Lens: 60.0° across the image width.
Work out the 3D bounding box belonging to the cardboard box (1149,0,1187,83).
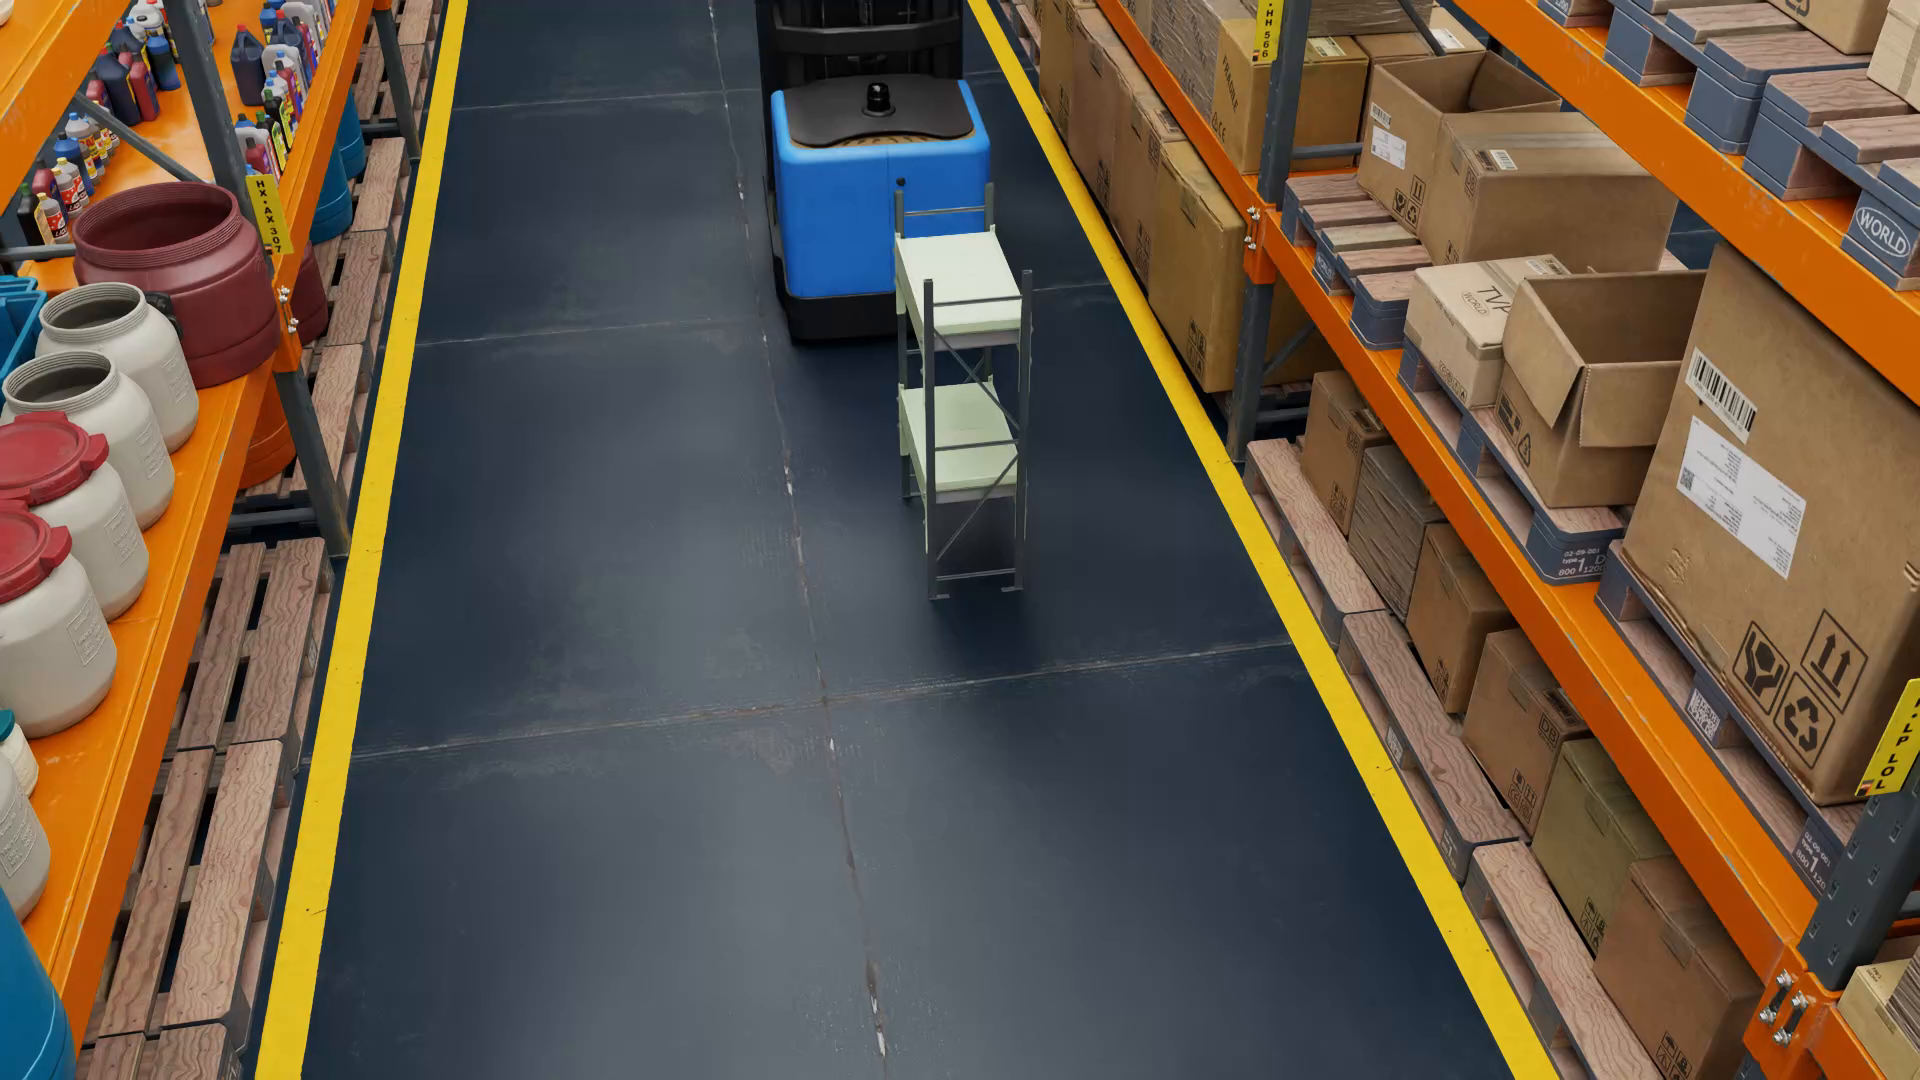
[{"bbox_3d":[1.240,-2.549,8.005,0.500,0.500,0.500,-7,38,-9],"label":"cardboard box"}]

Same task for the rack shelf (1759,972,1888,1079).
[{"bbox_3d":[2.798,2.285,2.450,1.077,0.370,4.000,-6,38,-8],"label":"rack shelf"}]

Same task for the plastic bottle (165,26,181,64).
[{"bbox_3d":[-3.803,-2.433,8.099,0.097,0.201,0.097,0,38,0],"label":"plastic bottle"}]

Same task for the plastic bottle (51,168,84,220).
[{"bbox_3d":[-3.664,-1.422,6.797,0.097,0.201,0.097,0,38,0],"label":"plastic bottle"}]

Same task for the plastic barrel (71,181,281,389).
[{"bbox_3d":[-2.750,-0.897,5.848,0.600,0.536,0.708,-6,38,-8],"label":"plastic barrel"}]

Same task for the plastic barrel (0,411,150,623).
[{"bbox_3d":[-2.585,-0.034,4.738,0.433,0.535,0.433,0,38,0],"label":"plastic barrel"}]

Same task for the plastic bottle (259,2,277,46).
[{"bbox_3d":[-3.347,-2.481,8.104,0.097,0.271,0.097,0,38,0],"label":"plastic bottle"}]

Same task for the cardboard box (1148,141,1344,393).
[{"bbox_3d":[1.646,-1.369,7.957,1.225,0.875,0.875,-8,39,-10],"label":"cardboard box"}]

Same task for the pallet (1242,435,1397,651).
[{"bbox_3d":[1.882,-0.050,7.142,1.003,0.211,1.213,-6,38,-8],"label":"pallet"}]

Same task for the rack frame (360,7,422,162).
[{"bbox_3d":[-3.831,-3.507,9.319,1.000,3.000,0.127,-6,38,-8],"label":"rack frame"}]

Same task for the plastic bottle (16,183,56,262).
[{"bbox_3d":[-3.621,-1.243,6.500,0.061,0.283,0.133,-6,38,-8],"label":"plastic bottle"}]

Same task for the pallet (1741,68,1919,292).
[{"bbox_3d":[2.444,-0.702,3.417,1.213,0.211,1.003,-6,38,-8],"label":"pallet"}]

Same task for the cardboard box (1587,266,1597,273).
[{"bbox_3d":[2.304,-0.758,5.548,0.396,0.266,0.258,-7,38,-9],"label":"cardboard box"}]

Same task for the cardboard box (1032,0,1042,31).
[{"bbox_3d":[1.008,-3.773,11.052,0.875,0.875,0.875,-6,38,-8],"label":"cardboard box"}]

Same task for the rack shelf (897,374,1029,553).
[{"bbox_3d":[0.001,-0.331,6.985,0.431,0.370,0.720,-6,38,-8],"label":"rack shelf"}]

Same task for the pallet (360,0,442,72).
[{"bbox_3d":[-4.216,-3.584,11.691,1.003,0.211,1.213,-6,38,-8],"label":"pallet"}]

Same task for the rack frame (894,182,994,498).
[{"bbox_3d":[-0.063,-0.809,7.069,0.400,1.500,0.023,-6,38,-8],"label":"rack frame"}]

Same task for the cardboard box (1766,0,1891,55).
[{"bbox_3d":[2.296,-1.462,3.815,0.797,0.503,0.637,-5,38,-6],"label":"cardboard box"}]

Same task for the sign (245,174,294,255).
[{"bbox_3d":[-2.590,-1.218,6.240,0.100,0.325,0.005,-6,38,-8],"label":"sign"}]

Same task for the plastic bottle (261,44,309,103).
[{"bbox_3d":[-3.131,-2.175,7.706,0.152,0.276,0.135,-6,38,-8],"label":"plastic bottle"}]

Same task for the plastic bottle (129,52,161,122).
[{"bbox_3d":[-3.712,-2.060,7.552,0.061,0.283,0.133,-6,38,-8],"label":"plastic bottle"}]

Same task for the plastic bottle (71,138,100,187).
[{"bbox_3d":[-3.715,-1.598,7.024,0.097,0.201,0.097,0,38,0],"label":"plastic bottle"}]

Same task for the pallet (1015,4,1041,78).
[{"bbox_3d":[0.989,-3.406,11.462,1.003,0.211,1.213,-6,38,-8],"label":"pallet"}]

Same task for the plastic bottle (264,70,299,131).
[{"bbox_3d":[-3.043,-1.967,7.442,0.097,0.271,0.097,0,38,0],"label":"plastic bottle"}]

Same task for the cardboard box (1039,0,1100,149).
[{"bbox_3d":[1.177,-2.982,10.033,1.225,0.875,0.875,-6,38,-8],"label":"cardboard box"}]

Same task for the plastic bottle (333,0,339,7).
[{"bbox_3d":[-3.348,-2.967,8.664,0.144,0.351,0.185,-6,38,-8],"label":"plastic bottle"}]

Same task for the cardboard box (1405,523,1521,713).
[{"bbox_3d":[2.099,0.268,6.139,0.700,0.500,0.500,-3,38,-4],"label":"cardboard box"}]

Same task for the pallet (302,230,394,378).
[{"bbox_3d":[-3.520,-1.196,8.618,1.003,0.211,1.213,-6,38,-8],"label":"pallet"}]

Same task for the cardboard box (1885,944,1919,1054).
[{"bbox_3d":[2.465,0.914,3.304,0.875,0.500,0.500,-6,38,-8],"label":"cardboard box"}]

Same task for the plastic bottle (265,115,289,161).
[{"bbox_3d":[-2.986,-1.741,7.208,0.097,0.201,0.097,0,38,0],"label":"plastic bottle"}]

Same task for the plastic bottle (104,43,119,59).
[{"bbox_3d":[-3.877,-2.126,7.636,0.061,0.283,0.133,-6,38,-8],"label":"plastic bottle"}]

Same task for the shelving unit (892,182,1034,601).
[{"bbox_3d":[0.001,-0.588,6.785,0.431,1.500,0.755,-6,38,-8],"label":"shelving unit"}]

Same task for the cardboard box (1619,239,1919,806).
[{"bbox_3d":[2.446,-0.105,4.109,1.000,1.000,1.000,-6,38,-8],"label":"cardboard box"}]

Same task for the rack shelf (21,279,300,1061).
[{"bbox_3d":[-2.779,0.401,4.875,1.077,0.370,4.000,-6,38,-8],"label":"rack shelf"}]

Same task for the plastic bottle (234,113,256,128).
[{"bbox_3d":[-3.022,-1.682,7.075,0.097,0.271,0.097,0,38,0],"label":"plastic bottle"}]

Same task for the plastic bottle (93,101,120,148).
[{"bbox_3d":[-3.783,-1.833,7.327,0.097,0.201,0.097,0,38,0],"label":"plastic bottle"}]

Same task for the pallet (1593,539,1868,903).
[{"bbox_3d":[2.457,0.391,4.458,1.003,0.211,1.213,-6,38,-8],"label":"pallet"}]

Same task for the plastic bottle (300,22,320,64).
[{"bbox_3d":[-3.180,-2.411,8.071,0.097,0.201,0.097,0,38,0],"label":"plastic bottle"}]

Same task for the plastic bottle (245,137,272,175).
[{"bbox_3d":[-2.900,-1.544,6.888,0.061,0.283,0.133,-6,38,-8],"label":"plastic bottle"}]

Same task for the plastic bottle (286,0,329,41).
[{"bbox_3d":[-3.268,-2.648,8.314,0.152,0.276,0.135,-6,38,-8],"label":"plastic bottle"}]

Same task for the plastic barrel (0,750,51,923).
[{"bbox_3d":[-2.381,0.670,3.831,0.433,0.535,0.433,0,38,0],"label":"plastic barrel"}]

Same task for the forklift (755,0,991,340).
[{"bbox_3d":[-0.565,-3.072,8.816,1.130,2.935,3.031,-5,38,-7],"label":"forklift"}]

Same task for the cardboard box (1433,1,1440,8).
[{"bbox_3d":[1.836,-2.297,7.680,0.500,0.500,0.500,-7,38,-9],"label":"cardboard box"}]

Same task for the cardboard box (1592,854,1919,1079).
[{"bbox_3d":[2.361,1.233,4.897,0.700,0.500,0.500,-9,39,-11],"label":"cardboard box"}]

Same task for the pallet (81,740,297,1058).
[{"bbox_3d":[-2.822,1.218,5.510,1.003,0.211,1.213,-6,38,-8],"label":"pallet"}]

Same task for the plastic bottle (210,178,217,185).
[{"bbox_3d":[-2.888,-1.338,6.628,0.152,0.276,0.135,-6,38,-8],"label":"plastic bottle"}]

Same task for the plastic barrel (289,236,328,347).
[{"bbox_3d":[-3.431,-1.280,8.076,0.600,0.588,0.708,-6,38,-8],"label":"plastic barrel"}]

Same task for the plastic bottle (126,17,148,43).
[{"bbox_3d":[-3.929,-2.363,7.951,0.097,0.271,0.097,0,38,0],"label":"plastic bottle"}]
